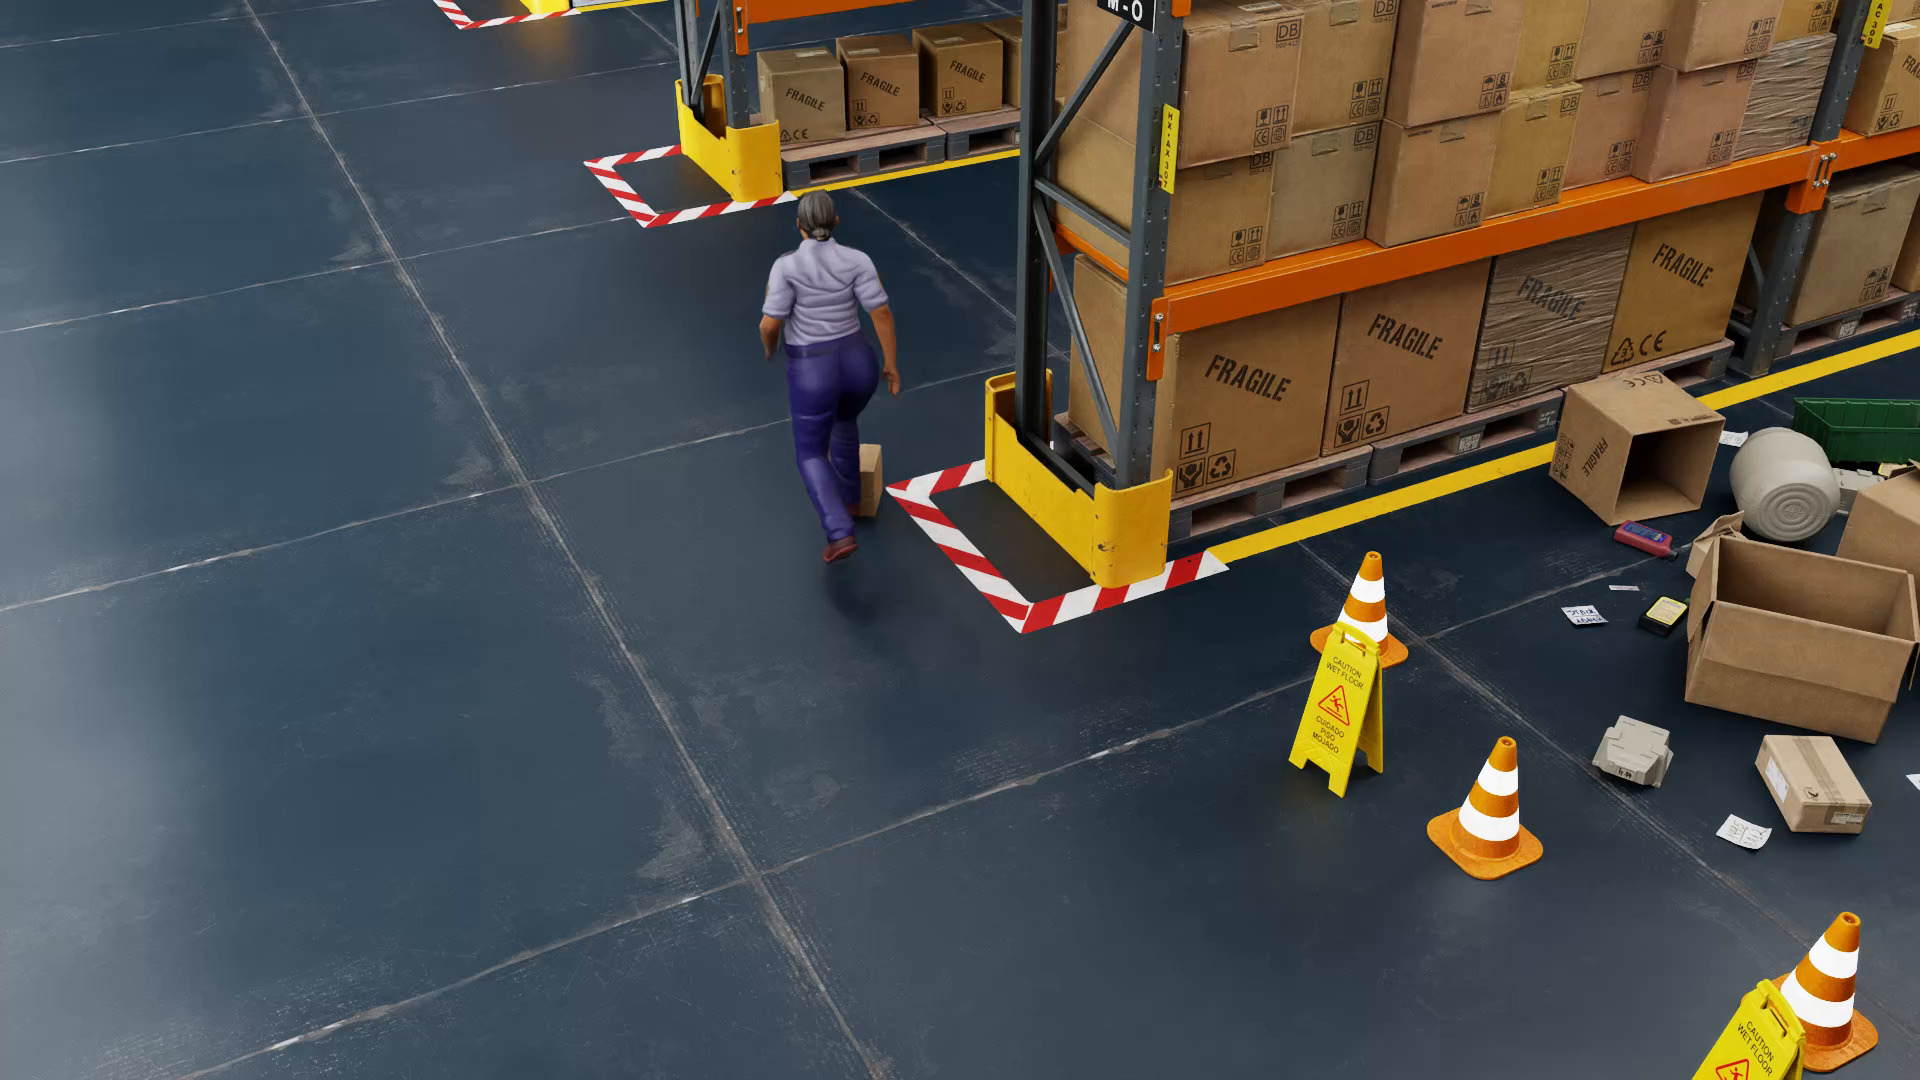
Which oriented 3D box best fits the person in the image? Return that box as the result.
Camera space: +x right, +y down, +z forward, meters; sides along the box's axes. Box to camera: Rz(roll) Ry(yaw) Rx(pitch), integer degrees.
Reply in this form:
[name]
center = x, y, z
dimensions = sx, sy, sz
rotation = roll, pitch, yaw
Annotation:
[person]
center = -0.520, -0.672, 7.209
dimensions = 0.568, 1.627, 0.814
rotation = -15, 36, -22
